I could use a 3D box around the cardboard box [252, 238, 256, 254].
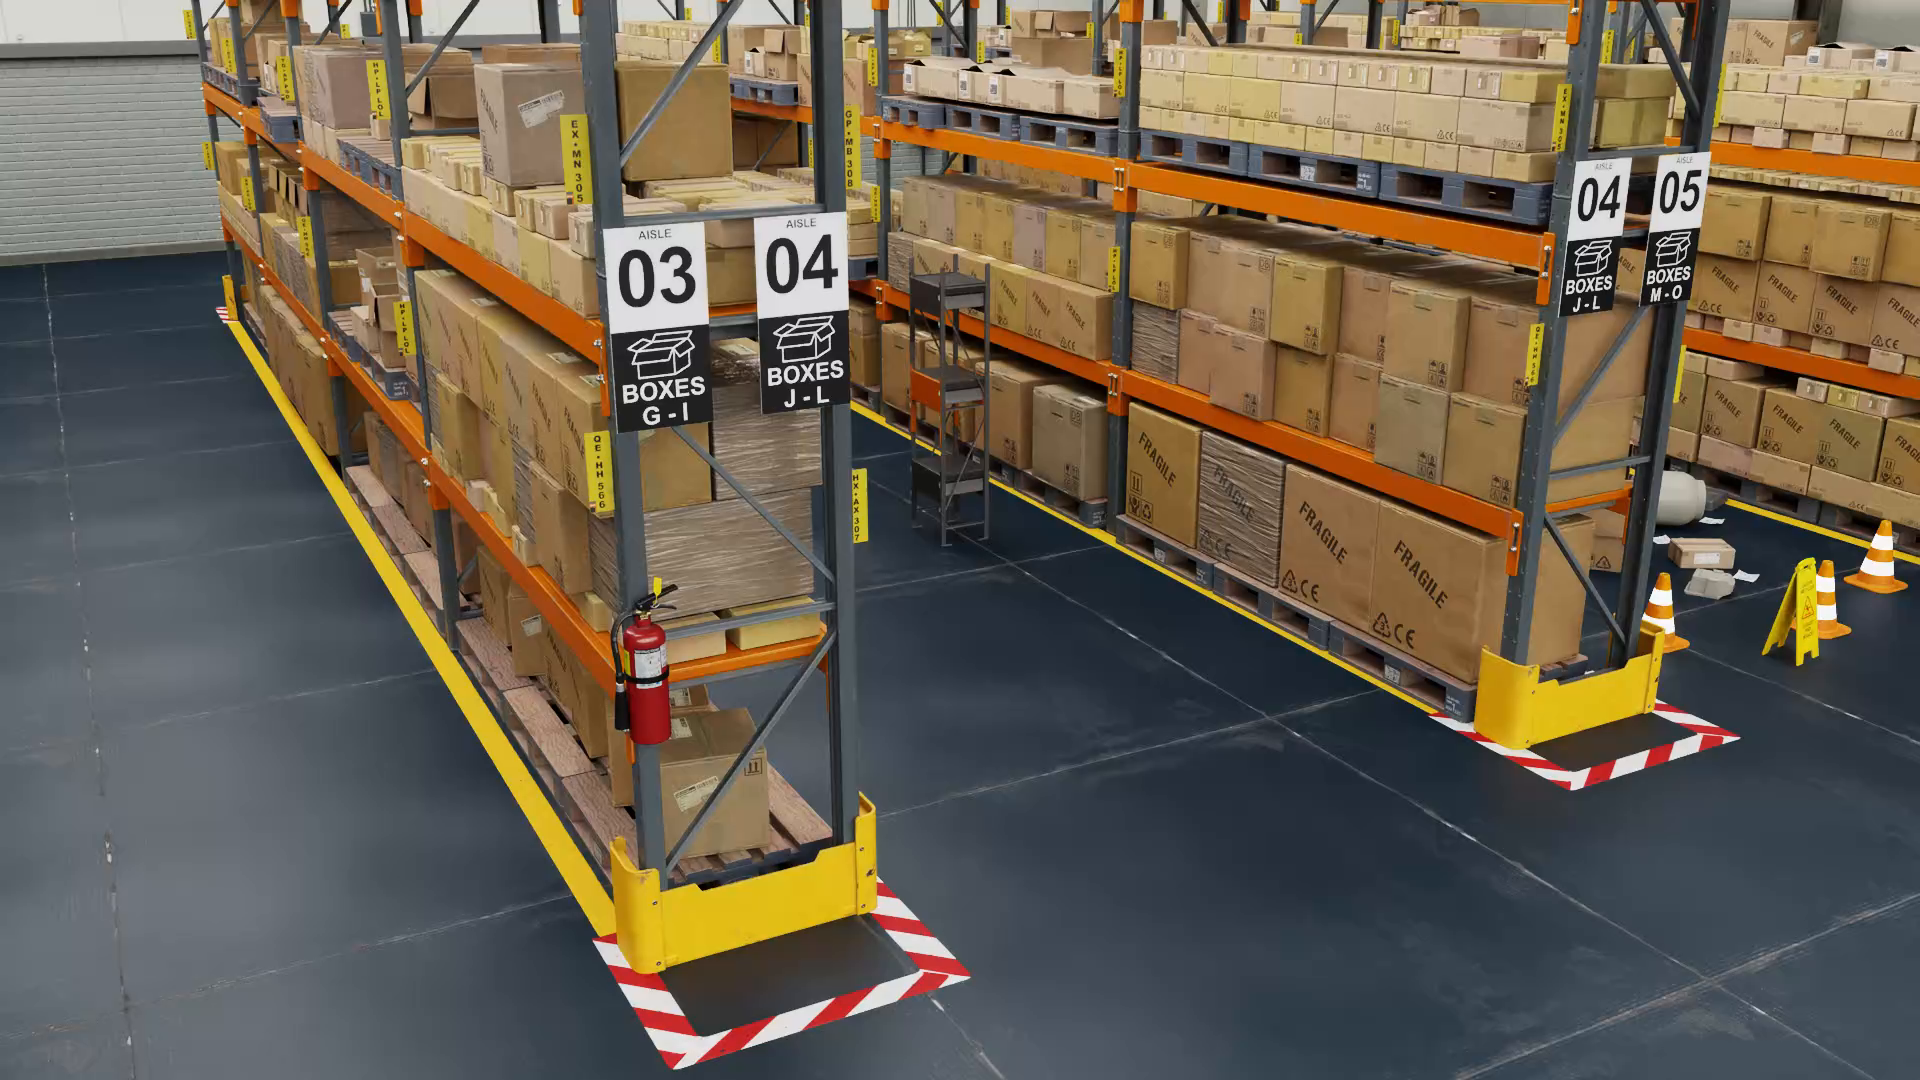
[{"bbox_3d":[-7.175,-3.087,17.366,0.380,0.149,0.250,-10,21,-26],"label":"cardboard box"}]

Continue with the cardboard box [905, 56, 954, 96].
[{"bbox_3d":[-0.344,-4.357,15.907,0.500,0.500,0.500,-10,21,-27],"label":"cardboard box"}]

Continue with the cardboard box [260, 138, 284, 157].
[{"bbox_3d":[-8.056,-4.569,19.897,0.500,0.500,0.500,-10,21,-26],"label":"cardboard box"}]

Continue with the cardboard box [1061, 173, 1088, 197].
[{"bbox_3d":[1.657,-4.771,21.707,0.500,0.500,0.500,-10,21,-26],"label":"cardboard box"}]

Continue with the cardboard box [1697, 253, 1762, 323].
[{"bbox_3d":[6.351,-2.066,13.410,0.500,0.500,0.500,-10,21,-27],"label":"cardboard box"}]

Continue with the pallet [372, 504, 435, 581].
[{"bbox_3d":[-3.775,-0.055,12.466,1.003,0.211,1.213,-10,21,-27],"label":"pallet"}]

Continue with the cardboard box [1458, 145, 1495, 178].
[{"bbox_3d":[2.917,-2.050,8.964,0.380,0.149,0.250,-10,21,-26],"label":"cardboard box"}]

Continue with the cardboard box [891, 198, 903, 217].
[{"bbox_3d":[-0.485,-3.287,16.387,0.380,0.149,0.250,-11,22,-28],"label":"cardboard box"}]

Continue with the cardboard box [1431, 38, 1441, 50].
[{"bbox_3d":[6.560,-6.661,22.325,0.380,0.149,0.250,-10,21,-26],"label":"cardboard box"}]

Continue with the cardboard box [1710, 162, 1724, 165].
[{"bbox_3d":[8.993,-4.402,19.643,0.380,0.149,0.250,-10,21,-27],"label":"cardboard box"}]

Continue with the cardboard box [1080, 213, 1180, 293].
[{"bbox_3d":[1.352,-2.200,12.721,0.700,0.500,0.500,-10,22,-28],"label":"cardboard box"}]

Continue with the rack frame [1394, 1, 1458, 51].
[{"bbox_3d":[6.469,-8.236,22.705,1.000,3.000,0.127,-10,21,-27],"label":"rack frame"}]

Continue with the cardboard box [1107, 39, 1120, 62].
[{"bbox_3d":[2.032,-5.986,20.343,0.396,0.266,0.258,-10,22,-27],"label":"cardboard box"}]

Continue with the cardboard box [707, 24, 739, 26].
[{"bbox_3d":[-2.849,-6.185,20.212,0.380,0.149,0.250,-11,22,-28],"label":"cardboard box"}]

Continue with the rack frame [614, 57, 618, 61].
[{"bbox_3d":[-4.105,-4.983,22.474,1.000,3.000,0.127,-10,21,-27],"label":"rack frame"}]

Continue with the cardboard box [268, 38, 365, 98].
[{"bbox_3d":[-5.708,-4.196,14.791,0.797,0.503,0.637,-10,22,-27],"label":"cardboard box"}]

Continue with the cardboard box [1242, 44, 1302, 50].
[{"bbox_3d":[2.167,-3.332,11.456,0.380,0.149,0.250,-10,21,-27],"label":"cardboard box"}]

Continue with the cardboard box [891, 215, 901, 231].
[{"bbox_3d":[-0.490,-3.154,16.459,0.380,0.149,0.250,-9,21,-24],"label":"cardboard box"}]

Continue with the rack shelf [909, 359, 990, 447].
[{"bbox_3d":[-0.079,-1.027,12.431,0.431,0.518,0.480,-10,21,-27],"label":"rack shelf"}]

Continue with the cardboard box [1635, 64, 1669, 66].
[{"bbox_3d":[5.764,-3.869,13.810,0.380,0.149,0.250,-10,22,-28],"label":"cardboard box"}]

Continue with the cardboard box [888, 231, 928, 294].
[{"bbox_3d":[-0.331,-2.563,15.307,0.500,0.500,0.500,-10,21,-26],"label":"cardboard box"}]

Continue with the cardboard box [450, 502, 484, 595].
[{"bbox_3d":[-3.093,-0.005,11.204,0.700,0.500,0.500,-12,22,-31],"label":"cardboard box"}]

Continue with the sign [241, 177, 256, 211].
[{"bbox_3d":[-7.107,-3.456,16.599,0.100,0.325,0.005,-10,21,-27],"label":"sign"}]

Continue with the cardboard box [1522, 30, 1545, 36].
[{"bbox_3d":[7.329,-6.354,21.010,0.380,0.149,0.250,-10,21,-26],"label":"cardboard box"}]

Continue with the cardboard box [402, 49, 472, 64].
[{"bbox_3d":[-3.798,-3.260,11.964,0.500,0.500,0.500,-10,21,-26],"label":"cardboard box"}]

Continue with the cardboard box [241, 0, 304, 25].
[{"bbox_3d":[-7.060,-5.432,17.076,0.500,0.250,0.500,-12,22,-30],"label":"cardboard box"}]

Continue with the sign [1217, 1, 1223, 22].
[{"bbox_3d":[4.092,-8.296,26.135,0.100,0.325,0.005,-10,21,-27],"label":"sign"}]

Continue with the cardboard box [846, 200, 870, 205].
[{"bbox_3d":[-1.060,-3.190,16.105,0.380,0.149,0.250,-10,22,-27],"label":"cardboard box"}]

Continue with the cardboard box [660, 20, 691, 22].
[{"bbox_3d":[-3.689,-6.705,21.717,0.380,0.149,0.250,-10,22,-27],"label":"cardboard box"}]

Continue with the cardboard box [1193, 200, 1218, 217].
[{"bbox_3d":[3.052,-3.807,19.297,0.500,0.250,0.500,-10,22,-27],"label":"cardboard box"}]

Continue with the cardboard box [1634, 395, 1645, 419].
[{"bbox_3d":[5.944,-1.376,14.442,0.500,0.500,0.500,-9,21,-24],"label":"cardboard box"}]

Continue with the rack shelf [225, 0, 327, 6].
[{"bbox_3d":[-7.569,-5.976,17.871,1.077,0.370,4.000,-10,21,-27],"label":"rack shelf"}]

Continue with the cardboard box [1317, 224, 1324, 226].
[{"bbox_3d":[3.992,-3.440,17.743,0.380,0.149,0.250,-11,22,-30],"label":"cardboard box"}]

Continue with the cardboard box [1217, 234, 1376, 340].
[{"bbox_3d":[2.237,-1.692,11.051,0.875,0.550,0.550,-10,21,-27],"label":"cardboard box"}]

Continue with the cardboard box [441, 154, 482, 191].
[{"bbox_3d":[-2.436,-1.893,8.538,0.380,0.149,0.250,-10,22,-28],"label":"cardboard box"}]

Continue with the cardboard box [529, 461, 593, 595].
[{"bbox_3d":[-1.501,-0.126,7.788,0.875,0.500,0.500,-10,21,-27],"label":"cardboard box"}]

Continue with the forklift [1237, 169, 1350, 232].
[{"bbox_3d":[3.181,-2.373,15.016,1.130,2.935,3.031,-14,23,-35],"label":"forklift"}]

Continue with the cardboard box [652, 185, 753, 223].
[{"bbox_3d":[-1.114,-1.444,7.237,0.380,0.149,0.250,-10,22,-28],"label":"cardboard box"}]

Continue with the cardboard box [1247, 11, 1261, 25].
[{"bbox_3d":[4.559,-8.106,25.934,0.500,0.250,0.500,-10,22,-27],"label":"cardboard box"}]

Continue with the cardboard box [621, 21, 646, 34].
[{"bbox_3d":[-4.152,-6.627,21.490,0.380,0.149,0.250,-10,21,-27],"label":"cardboard box"}]

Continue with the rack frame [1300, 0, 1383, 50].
[{"bbox_3d":[4.002,-6.318,17.146,1.000,3.000,0.127,-10,21,-27],"label":"rack frame"}]

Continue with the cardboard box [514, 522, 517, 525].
[{"bbox_3d":[-2.100,-0.079,8.646,0.380,0.149,0.250,-10,21,-27],"label":"cardboard box"}]

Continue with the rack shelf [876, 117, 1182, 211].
[{"bbox_3d":[0.643,-3.190,13.782,1.077,0.370,4.000,-10,21,-27],"label":"rack shelf"}]

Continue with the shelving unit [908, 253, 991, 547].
[{"bbox_3d":[-0.079,-1.040,12.427,0.431,2.100,0.503,-10,21,-27],"label":"shelving unit"}]

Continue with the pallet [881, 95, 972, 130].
[{"bbox_3d":[0.046,-3.838,14.848,1.213,0.211,1.003,-9,21,-24],"label":"pallet"}]

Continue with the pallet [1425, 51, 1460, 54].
[{"bbox_3d":[6.717,-6.531,22.650,1.213,0.211,1.003,-10,21,-27],"label":"pallet"}]

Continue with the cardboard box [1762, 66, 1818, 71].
[{"bbox_3d":[6.718,-3.747,13.457,0.380,0.149,0.250,-9,21,-25],"label":"cardboard box"}]

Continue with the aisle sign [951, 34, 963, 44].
[{"bbox_3d":[-0.087,-6.983,24.285,0.394,0.787,0.004,-10,21,-27],"label":"aisle sign"}]

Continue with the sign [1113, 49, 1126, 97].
[{"bbox_3d":[1.120,-3.262,11.614,0.100,0.325,0.005,-10,21,-27],"label":"sign"}]

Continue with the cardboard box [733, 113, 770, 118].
[{"bbox_3d":[-2.465,-4.809,19.827,0.500,0.500,0.500,-11,22,-28],"label":"cardboard box"}]

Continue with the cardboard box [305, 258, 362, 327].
[{"bbox_3d":[-5.172,-2.098,13.959,0.500,0.500,0.500,-9,21,-25],"label":"cardboard box"}]

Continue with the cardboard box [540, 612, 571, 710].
[{"bbox_3d":[-2.023,0.635,9.382,0.500,0.500,0.500,-12,22,-31],"label":"cardboard box"}]

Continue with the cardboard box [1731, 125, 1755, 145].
[{"bbox_3d":[6.324,-3.211,13.126,0.380,0.149,0.250,-11,22,-28],"label":"cardboard box"}]

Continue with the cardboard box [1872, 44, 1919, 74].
[{"bbox_3d":[9.710,-4.895,16.961,0.500,0.311,0.500,-11,22,-28],"label":"cardboard box"}]

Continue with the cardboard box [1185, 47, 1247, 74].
[{"bbox_3d":[1.709,-3.157,10.949,0.380,0.149,0.250,-10,22,-27],"label":"cardboard box"}]

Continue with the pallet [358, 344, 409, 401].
[{"bbox_3d":[-3.744,-1.295,12.079,1.003,0.211,1.213,-10,21,-27],"label":"pallet"}]
